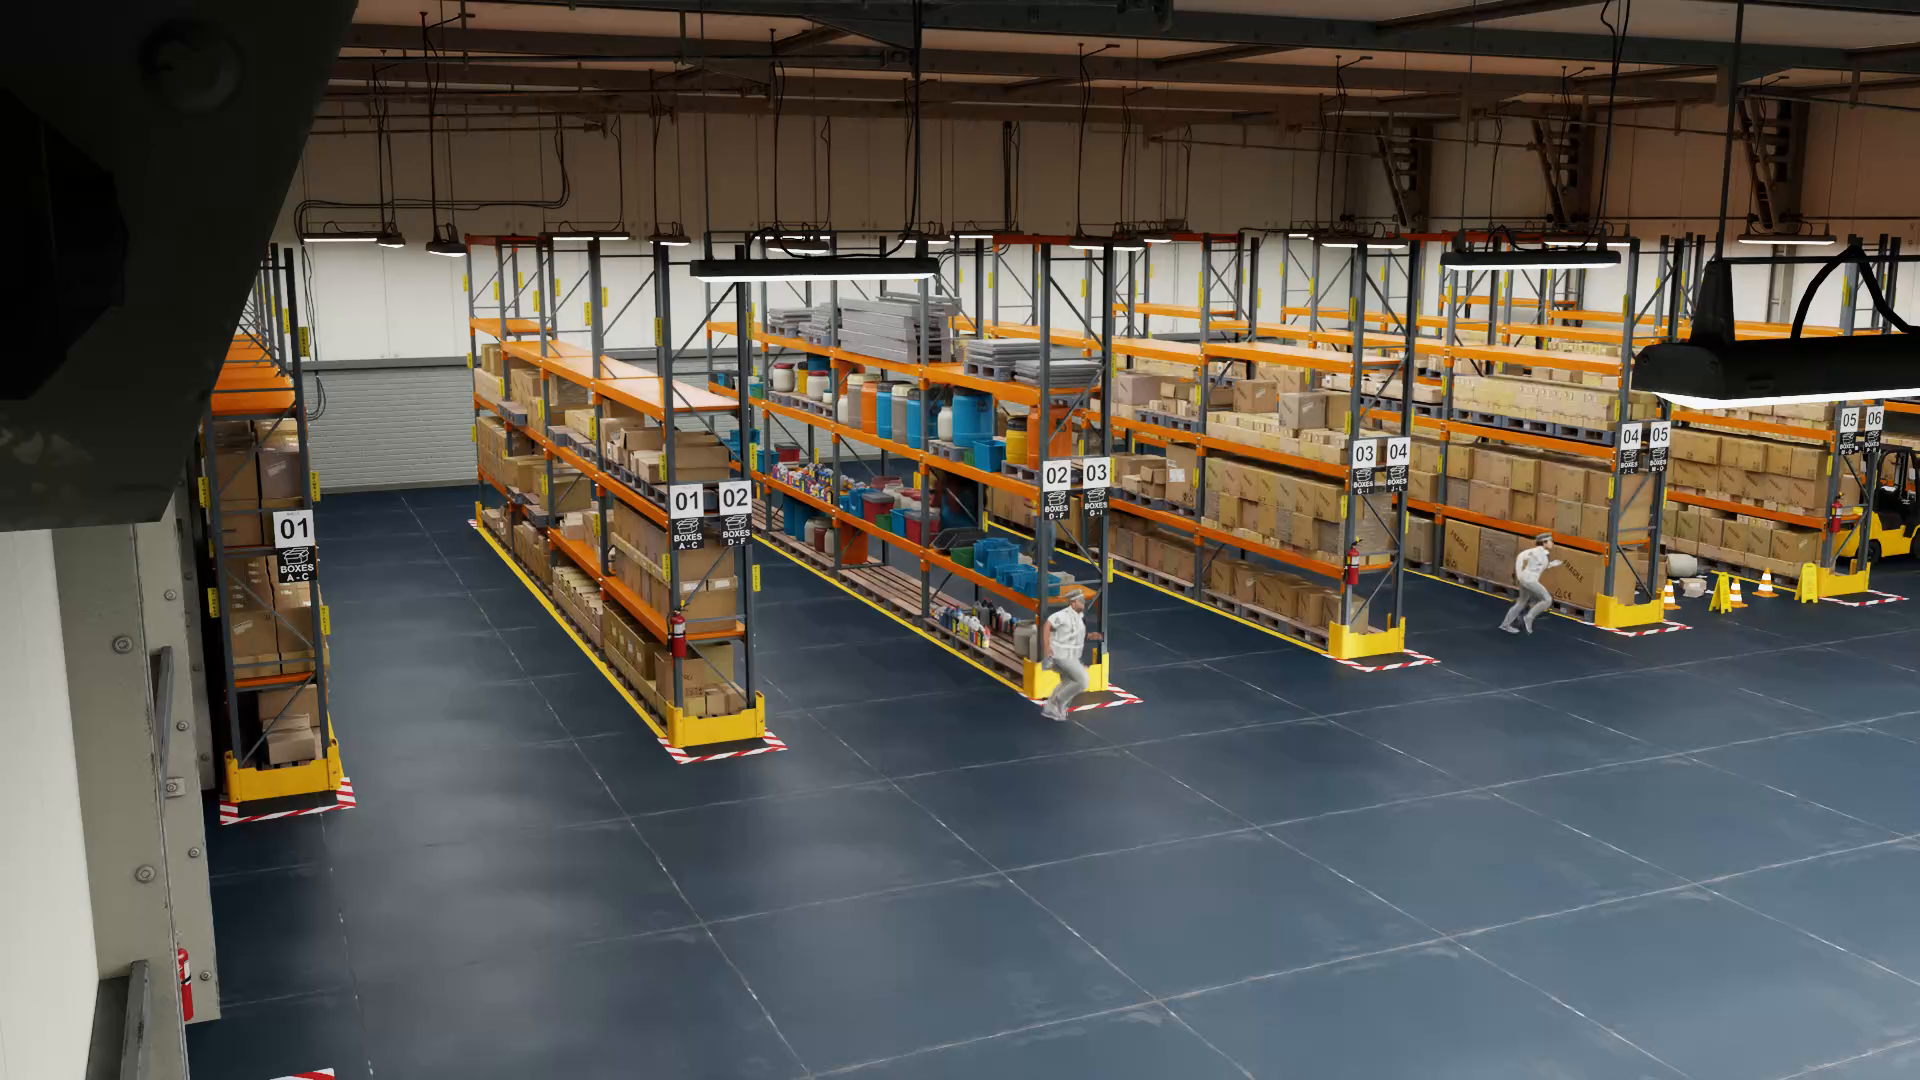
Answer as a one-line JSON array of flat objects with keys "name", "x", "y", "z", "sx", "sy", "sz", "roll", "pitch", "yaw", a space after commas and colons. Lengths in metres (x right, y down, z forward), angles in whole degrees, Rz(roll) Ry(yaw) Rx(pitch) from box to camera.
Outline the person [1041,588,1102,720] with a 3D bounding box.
[{"name": "person", "x": 1.401, "y": 1.456, "z": 21.000, "sx": 0.767, "sy": 1.730, "sz": 0.702, "roll": 5, "pitch": 12, "yaw": 24}]

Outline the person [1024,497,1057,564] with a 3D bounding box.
[{"name": "person", "x": 1.471, "y": -0.415, "z": 29.382, "sx": 0.714, "sy": 1.746, "sz": 0.735, "roll": -6, "pitch": 13, "yaw": -29}]

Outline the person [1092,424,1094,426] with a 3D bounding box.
[{"name": "person", "x": 3.000, "y": -1.905, "z": 38.714, "sx": 0.638, "sy": 1.625, "sz": 0.504, "roll": -4, "pitch": 12, "yaw": -18}]

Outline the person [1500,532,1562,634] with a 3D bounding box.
[{"name": "person", "x": 8.733, "y": 0.650, "z": 25.415, "sx": 0.838, "sy": 1.608, "sz": 0.599, "roll": 4, "pitch": 12, "yaw": 21}]
